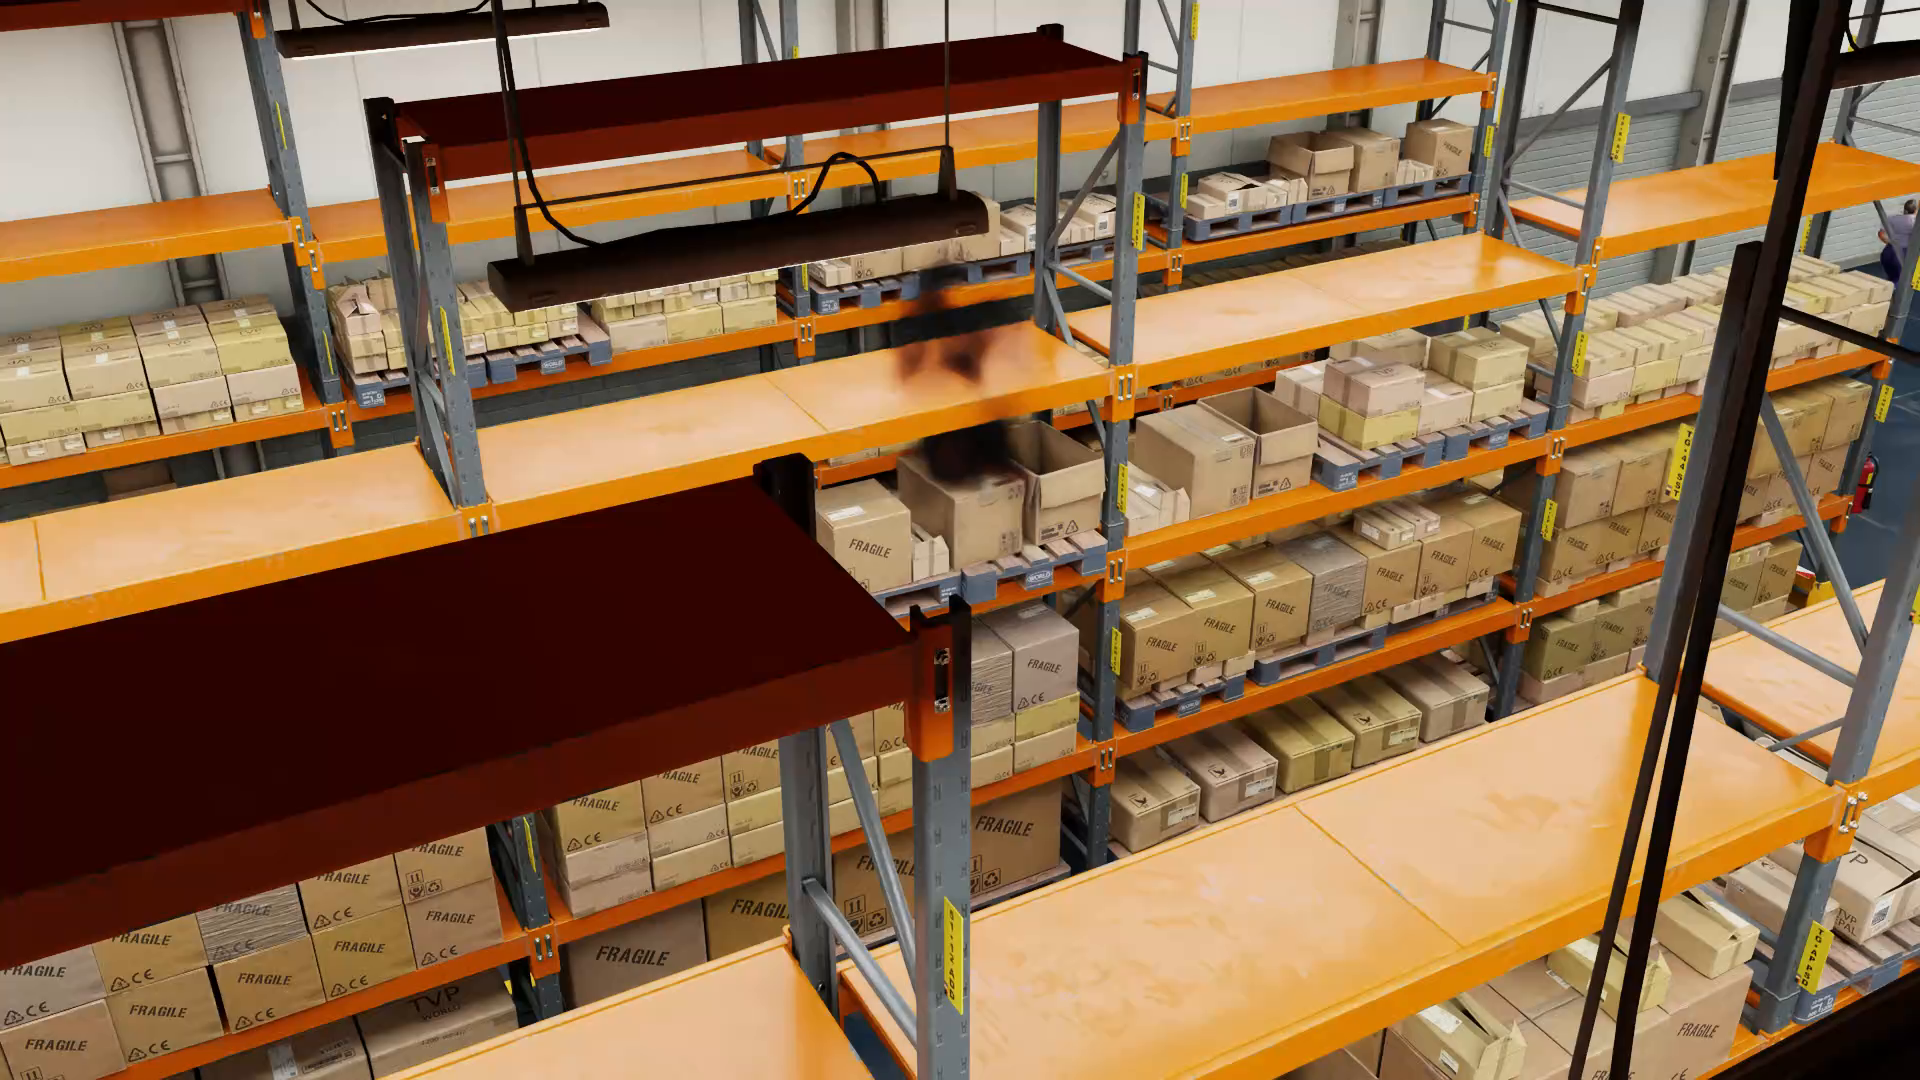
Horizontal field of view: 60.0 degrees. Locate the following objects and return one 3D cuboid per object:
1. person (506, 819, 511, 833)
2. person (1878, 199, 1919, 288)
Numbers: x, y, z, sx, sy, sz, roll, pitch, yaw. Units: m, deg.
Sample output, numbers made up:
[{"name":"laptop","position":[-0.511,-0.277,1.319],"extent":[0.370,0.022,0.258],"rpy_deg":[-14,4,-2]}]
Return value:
[{"name":"person","position":[-3.667,1.644,12.057],"extent":[0.946,1.674,0.556],"rpy_deg":[-15,31,-26]},{"name":"person","position":[12.658,-3.814,22.481],"extent":[0.608,1.587,0.601],"rpy_deg":[-13,31,-23]}]
